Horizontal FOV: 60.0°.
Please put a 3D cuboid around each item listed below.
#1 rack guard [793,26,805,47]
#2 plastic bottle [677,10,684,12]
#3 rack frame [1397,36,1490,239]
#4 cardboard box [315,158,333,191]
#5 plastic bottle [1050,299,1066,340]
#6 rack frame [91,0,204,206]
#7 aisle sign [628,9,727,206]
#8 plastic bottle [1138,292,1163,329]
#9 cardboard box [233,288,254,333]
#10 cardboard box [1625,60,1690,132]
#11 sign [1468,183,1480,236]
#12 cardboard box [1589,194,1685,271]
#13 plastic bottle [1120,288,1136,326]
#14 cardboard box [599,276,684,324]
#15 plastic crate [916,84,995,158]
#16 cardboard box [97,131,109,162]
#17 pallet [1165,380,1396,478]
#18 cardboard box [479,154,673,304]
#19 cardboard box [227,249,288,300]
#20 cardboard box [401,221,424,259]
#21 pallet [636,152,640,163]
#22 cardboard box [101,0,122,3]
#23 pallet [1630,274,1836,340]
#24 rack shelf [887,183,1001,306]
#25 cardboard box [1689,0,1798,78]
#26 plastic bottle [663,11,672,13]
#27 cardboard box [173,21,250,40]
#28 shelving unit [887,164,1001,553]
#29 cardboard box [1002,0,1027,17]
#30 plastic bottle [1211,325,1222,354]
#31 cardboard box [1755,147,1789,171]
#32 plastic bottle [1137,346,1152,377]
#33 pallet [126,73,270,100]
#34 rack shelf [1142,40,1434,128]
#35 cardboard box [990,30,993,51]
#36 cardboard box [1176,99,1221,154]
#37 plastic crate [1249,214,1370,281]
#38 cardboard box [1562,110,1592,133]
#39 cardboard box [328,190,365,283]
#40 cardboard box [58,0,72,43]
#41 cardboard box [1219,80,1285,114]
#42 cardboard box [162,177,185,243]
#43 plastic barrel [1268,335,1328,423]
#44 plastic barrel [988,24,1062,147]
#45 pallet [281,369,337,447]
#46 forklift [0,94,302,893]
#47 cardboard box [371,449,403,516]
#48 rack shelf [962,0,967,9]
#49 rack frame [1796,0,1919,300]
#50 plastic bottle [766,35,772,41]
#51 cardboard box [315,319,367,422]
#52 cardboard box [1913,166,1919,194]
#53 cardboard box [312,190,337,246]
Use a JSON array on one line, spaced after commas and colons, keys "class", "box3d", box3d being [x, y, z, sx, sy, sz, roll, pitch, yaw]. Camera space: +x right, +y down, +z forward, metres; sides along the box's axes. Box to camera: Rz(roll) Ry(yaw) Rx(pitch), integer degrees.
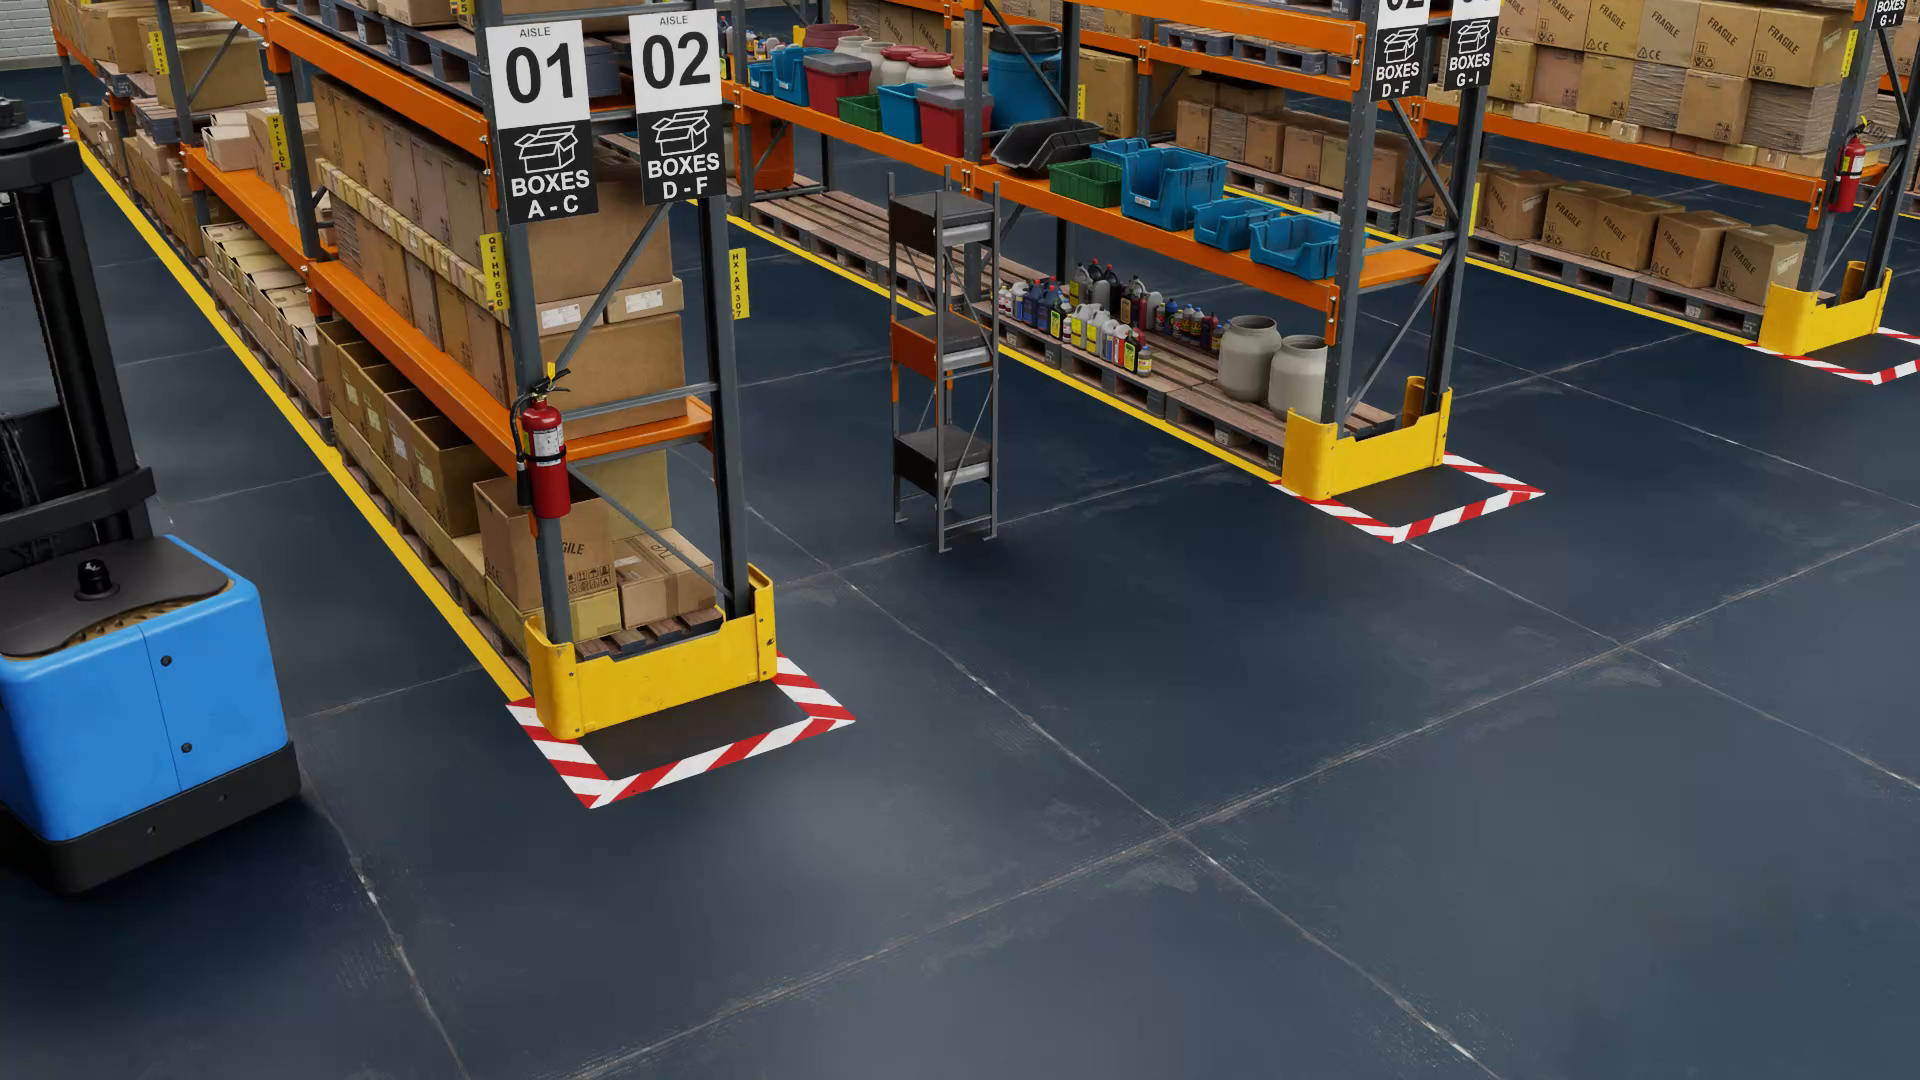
[{"class": "rack guard", "box3d": [-1.933, -7.524, 25.103, 1.175, 0.500, 0.348, -16, 29, -30]}, {"class": "plastic bottle", "box3d": [-3.110, -5.786, 18.551, 0.144, 0.351, 0.185, -16, 29, -30]}, {"class": "rack frame", "box3d": [4.631, -4.354, 15.459, 1.000, 3.000, 0.127, -16, 29, -30]}, {"class": "cardboard box", "box3d": [-3.686, -2.244, 10.113, 0.380, 0.149, 0.250, -16, 29, -30]}, {"class": "plastic bottle", "box3d": [0.733, -1.649, 12.395, 0.061, 0.283, 0.133, -14, 29, -27]}, {"class": "rack frame", "box3d": [-8.038, -4.908, 16.633, 1.000, 3.000, 0.127, -16, 29, -30]}, {"class": "aisle sign", "box3d": [-1.195, -1.840, 7.088, 0.394, 0.787, 0.004, -16, 29, -30]}, {"class": "plastic bottle", "box3d": [1.441, -1.761, 12.641, 0.152, 0.276, 0.135, -15, 29, -29]}, {"class": "cardboard box", "box3d": [-5.251, -1.804, 12.787, 0.500, 0.250, 0.500, -16, 30, -31]}, {"class": "cardboard box", "box3d": [5.927, -3.646, 13.494, 0.875, 0.500, 0.500, -16, 29, -30]}, {"class": "sign", "box3d": [3.128, -2.021, 10.193, 0.100, 0.325, 0.005, -16, 29, -30]}, {"class": "cardboard box", "box3d": [5.807, -2.644, 14.274, 0.500, 0.500, 0.500, -13, 28, -25]}, {"class": "plastic bottle", "box3d": [1.284, -1.790, 12.695, 0.061, 0.283, 0.133, -16, 29, -30]}, {"class": "cardboard box", "box3d": [-1.521, -1.145, 7.785, 0.380, 0.149, 0.250, -16, 30, -30]}, {"class": "plastic crate", "box3d": [-0.039, -3.331, 13.217, 0.402, 0.464, 0.583, -16, 29, -30]}, {"class": "cardboard box", "box3d": [-8.996, -4.297, 17.973, 0.500, 0.311, 0.500, -16, 29, -30]}, {"class": "pallet", "box3d": [2.145, -0.816, 11.232, 1.003, 0.211, 1.213, -16, 29, -30]}, {"class": "cardboard box", "box3d": [-1.760, -1.437, 7.643, 0.700, 0.500, 0.500, -15, 29, -29]}, {"class": "cardboard box", "box3d": [-5.244, -2.053, 12.657, 0.500, 0.311, 0.500, -16, 30, -31]}, {"class": "cardboard box", "box3d": [-2.704, -1.601, 8.751, 0.380, 0.149, 0.250, -16, 30, -30]}, {"class": "pallet", "box3d": [-2.829, -4.078, 18.141, 1.003, 0.211, 1.213, -16, 29, -30]}, {"class": "cardboard box", "box3d": [-8.531, -5.526, 16.654, 0.500, 0.500, 0.500, -15, 29, -29]}, {"class": "pallet", "box3d": [6.359, -1.988, 13.715, 1.003, 0.211, 1.213, -16, 29, -30]}, {"class": "rack shelf", "box3d": [-0.090, -1.629, 9.134, 0.431, 0.518, 0.480, -16, 29, -30]}, {"class": "cardboard box", "box3d": [6.030, -3.872, 12.801, 0.500, 0.500, 0.500, -16, 29, -30]}, {"class": "plastic bottle", "box3d": [-3.231, -5.753, 18.480, 0.144, 0.351, 0.185, -16, 29, -30]}, {"class": "cardboard box", "box3d": [-6.632, -4.283, 14.700, 0.700, 0.500, 0.500, -10, 27, -20]}, {"class": "shelving unit", "box3d": [-0.090, -1.009, 9.427, 0.431, 2.100, 0.503, -16, 29, -30]}, {"class": "cardboard box", "box3d": [0.854, -6.679, 20.268, 0.500, 0.500, 0.500, -16, 30, -31]}, {"class": "plastic bottle", "box3d": [1.880, -1.461, 12.093, 0.097, 0.201, 0.097, 0, 25, 0]}, {"class": "cardboard box", "box3d": [6.350, -2.953, 12.786, 0.380, 0.149, 0.250, -16, 29, -30]}, {"class": "plastic bottle", "box3d": [1.295, -1.257, 11.662, 0.097, 0.201, 0.097, 0, 25, 0]}, {"class": "pallet", "box3d": [-6.920, -4.085, 15.115, 1.003, 0.211, 1.213, -16, 29, -30]}, {"class": "rack shelf", "box3d": [3.539, -4.744, 17.128, 1.077, 0.370, 4.000, -16, 29, -30]}, {"class": "cardboard box", "box3d": [1.119, -5.901, 20.733, 1.225, 0.875, 0.875, -17, 30, -31]}, {"class": "cardboard box", "box3d": [2.830, -4.618, 18.432, 0.700, 0.500, 0.500, -17, 30, -32]}, {"class": "plastic crate", "box3d": [2.141, -1.811, 10.247, 0.499, 0.251, 0.616, -16, 29, -30]}, {"class": "cardboard box", "box3d": [5.327, -3.560, 14.072, 0.380, 0.149, 0.250, -16, 29, -30]}, {"class": "cardboard box", "box3d": [-3.423, -1.935, 10.218, 0.700, 0.500, 0.500, -16, 30, -31]}, {"class": "cardboard box", "box3d": [-9.643, -5.800, 18.406, 0.500, 0.500, 0.500, -16, 29, -30]}, {"class": "cardboard box", "box3d": [3.137, -4.772, 17.880, 0.500, 0.250, 0.500, -12, 28, -24]}, {"class": "cardboard box", "box3d": [-6.844, -3.011, 15.027, 0.500, 0.500, 0.500, -17, 30, -31]}, {"class": "plastic barrel", "box3d": [2.242, -1.052, 10.886, 0.421, 0.512, 0.421, 0, 25, 0]}, {"class": "plastic barrel", "box3d": [0.524, -3.635, 13.350, 0.600, 0.901, 0.708, -16, 29, -30]}, {"class": "pallet", "box3d": [-4.106, -1.040, 11.706, 1.003, 0.211, 1.213, -16, 29, -30]}, {"class": "forklift", "box3d": [-4.323, -0.433, 7.233, 3.031, 2.935, 1.130, 21, 32, 37]}, {"class": "cardboard box", "box3d": [-3.134, -0.397, 9.806, 0.500, 0.250, 0.500, -16, 29, -30]}, {"class": "rack shelf", "box3d": [-0.610, -4.946, 14.043, 1.077, 0.370, 4.000, -16, 29, -30]}, {"class": "rack frame", "box3d": [6.815, -2.923, 12.429, 1.000, 3.000, 0.127, -16, 29, -30]}, {"class": "plastic bottle", "box3d": [-1.955, -5.032, 17.032, 0.061, 0.283, 0.133, -16, 29, -30]}, {"class": "cardboard box", "box3d": [-3.680, -1.094, 10.403, 0.500, 0.500, 0.500, -16, 29, -30]}, {"class": "cardboard box", "box3d": [10.118, -3.814, 16.312, 0.875, 0.875, 0.875, -16, 30, -30]}, {"class": "cardboard box", "box3d": [-3.976, -2.145, 10.955, 0.500, 0.250, 0.500, -14, 28, -26]}]
